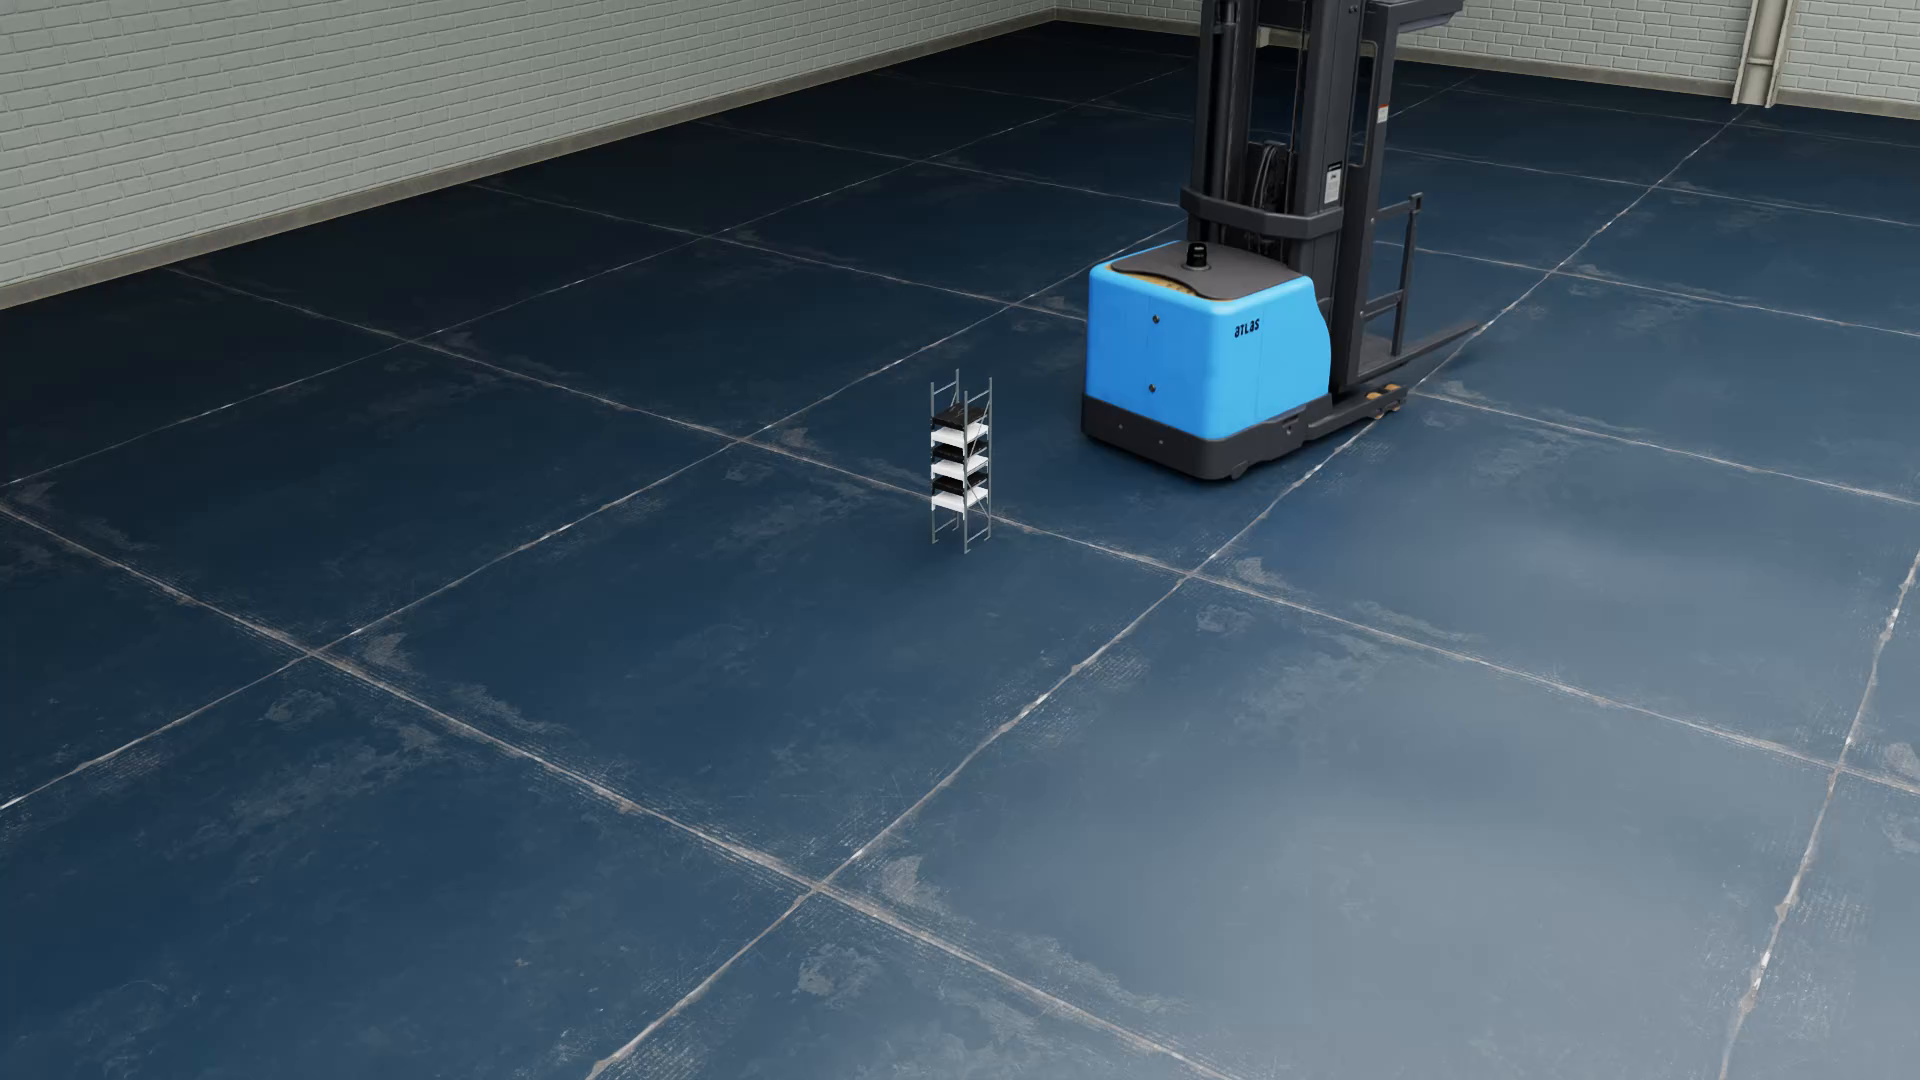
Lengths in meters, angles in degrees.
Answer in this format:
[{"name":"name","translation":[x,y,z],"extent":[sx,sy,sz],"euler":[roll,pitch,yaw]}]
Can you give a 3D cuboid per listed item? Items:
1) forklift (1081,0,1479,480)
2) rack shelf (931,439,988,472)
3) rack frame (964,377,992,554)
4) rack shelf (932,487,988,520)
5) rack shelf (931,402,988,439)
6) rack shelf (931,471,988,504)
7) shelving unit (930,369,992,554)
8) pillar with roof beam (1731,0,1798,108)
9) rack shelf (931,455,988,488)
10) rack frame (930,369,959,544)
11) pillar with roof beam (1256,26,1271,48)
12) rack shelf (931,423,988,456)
[{"name":"forklift","translation":[2.138,-2.198,9.838],"extent":[3.031,2.935,1.130],"euler":[-23,35,-38]},{"name":"rack shelf","translation":[0.007,-0.449,8.516],"extent":[0.200,0.077,0.258],"euler":[17,32,30]},{"name":"rack frame","translation":[0.090,-0.373,8.490],"extent":[0.006,0.900,0.240],"euler":[17,32,30]},{"name":"rack shelf","translation":[0.007,-0.209,8.639],"extent":[0.200,0.077,0.258],"euler":[17,32,30]},{"name":"rack shelf","translation":[0.007,-0.610,8.434],"extent":[0.200,0.077,0.258],"euler":[17,32,30]},{"name":"rack shelf","translation":[0.007,-0.289,8.598],"extent":[0.200,0.077,0.258],"euler":[17,32,30]},{"name":"shelving unit","translation":[0.007,-0.399,8.542],"extent":[0.210,0.900,0.258],"euler":[17,32,30]},{"name":"pillar with roof beam","translation":[6.191,-7.153,12.884],"extent":[0.400,9.000,9.100],"euler":[17,32,30]},{"name":"rack shelf","translation":[0.007,-0.369,8.557],"extent":[0.200,0.077,0.258],"euler":[17,32,30]},{"name":"rack frame","translation":[-0.077,-0.425,8.593],"extent":[0.006,0.900,0.240],"euler":[17,32,30]},{"name":"pillar with roof beam","translation":[1.246,-8.694,15.911],"extent":[0.400,9.000,9.100],"euler":[17,32,30]},{"name":"rack shelf","translation":[0.007,-0.530,8.475],"extent":[0.200,0.077,0.258],"euler":[17,32,30]}]
